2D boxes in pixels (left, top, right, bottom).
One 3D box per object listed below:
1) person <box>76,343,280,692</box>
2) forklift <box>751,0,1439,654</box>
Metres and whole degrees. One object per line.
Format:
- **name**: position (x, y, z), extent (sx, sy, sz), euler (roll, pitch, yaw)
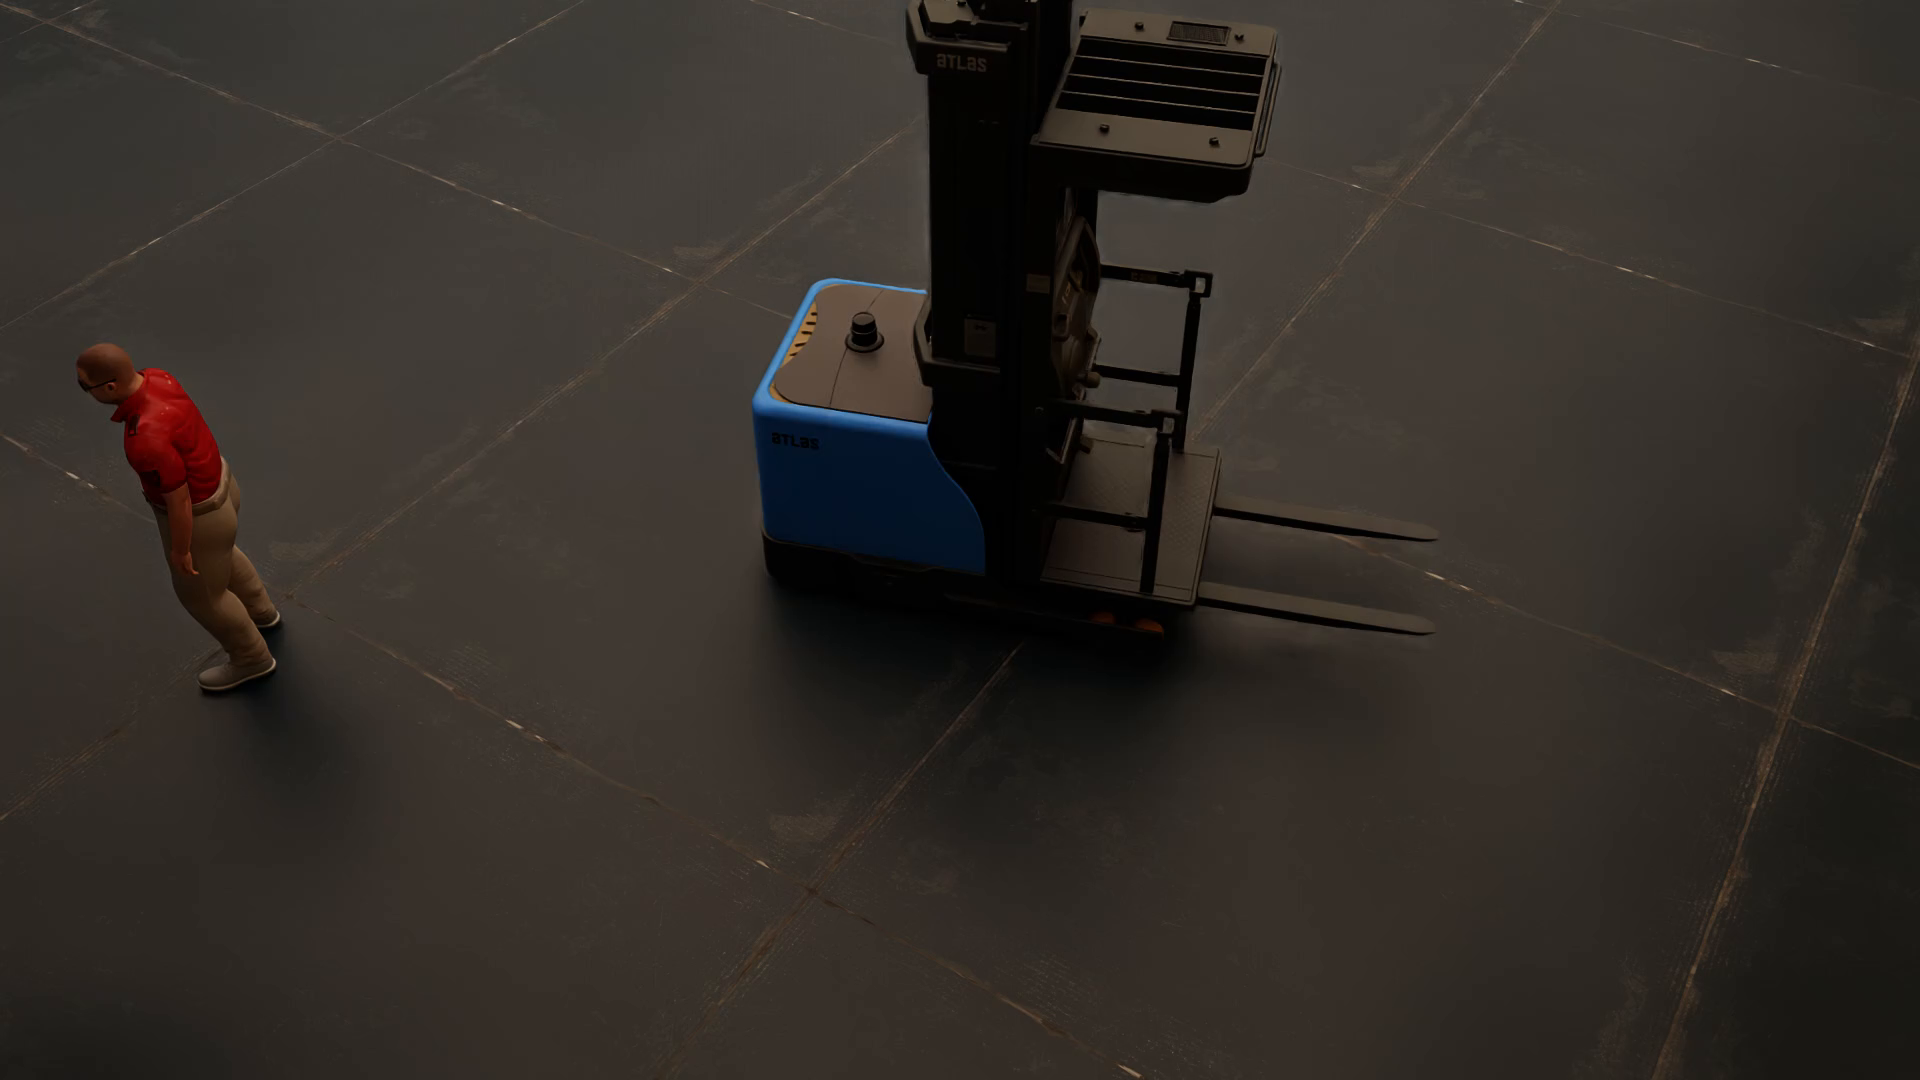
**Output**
- **person**: position (-3.183, -0.119, 6.850), extent (0.396, 1.726, 0.585), euler (-9, 44, -10)
- **forklift**: position (0.666, -0.958, 6.859), extent (3.031, 2.935, 1.130), euler (9, 44, 10)
